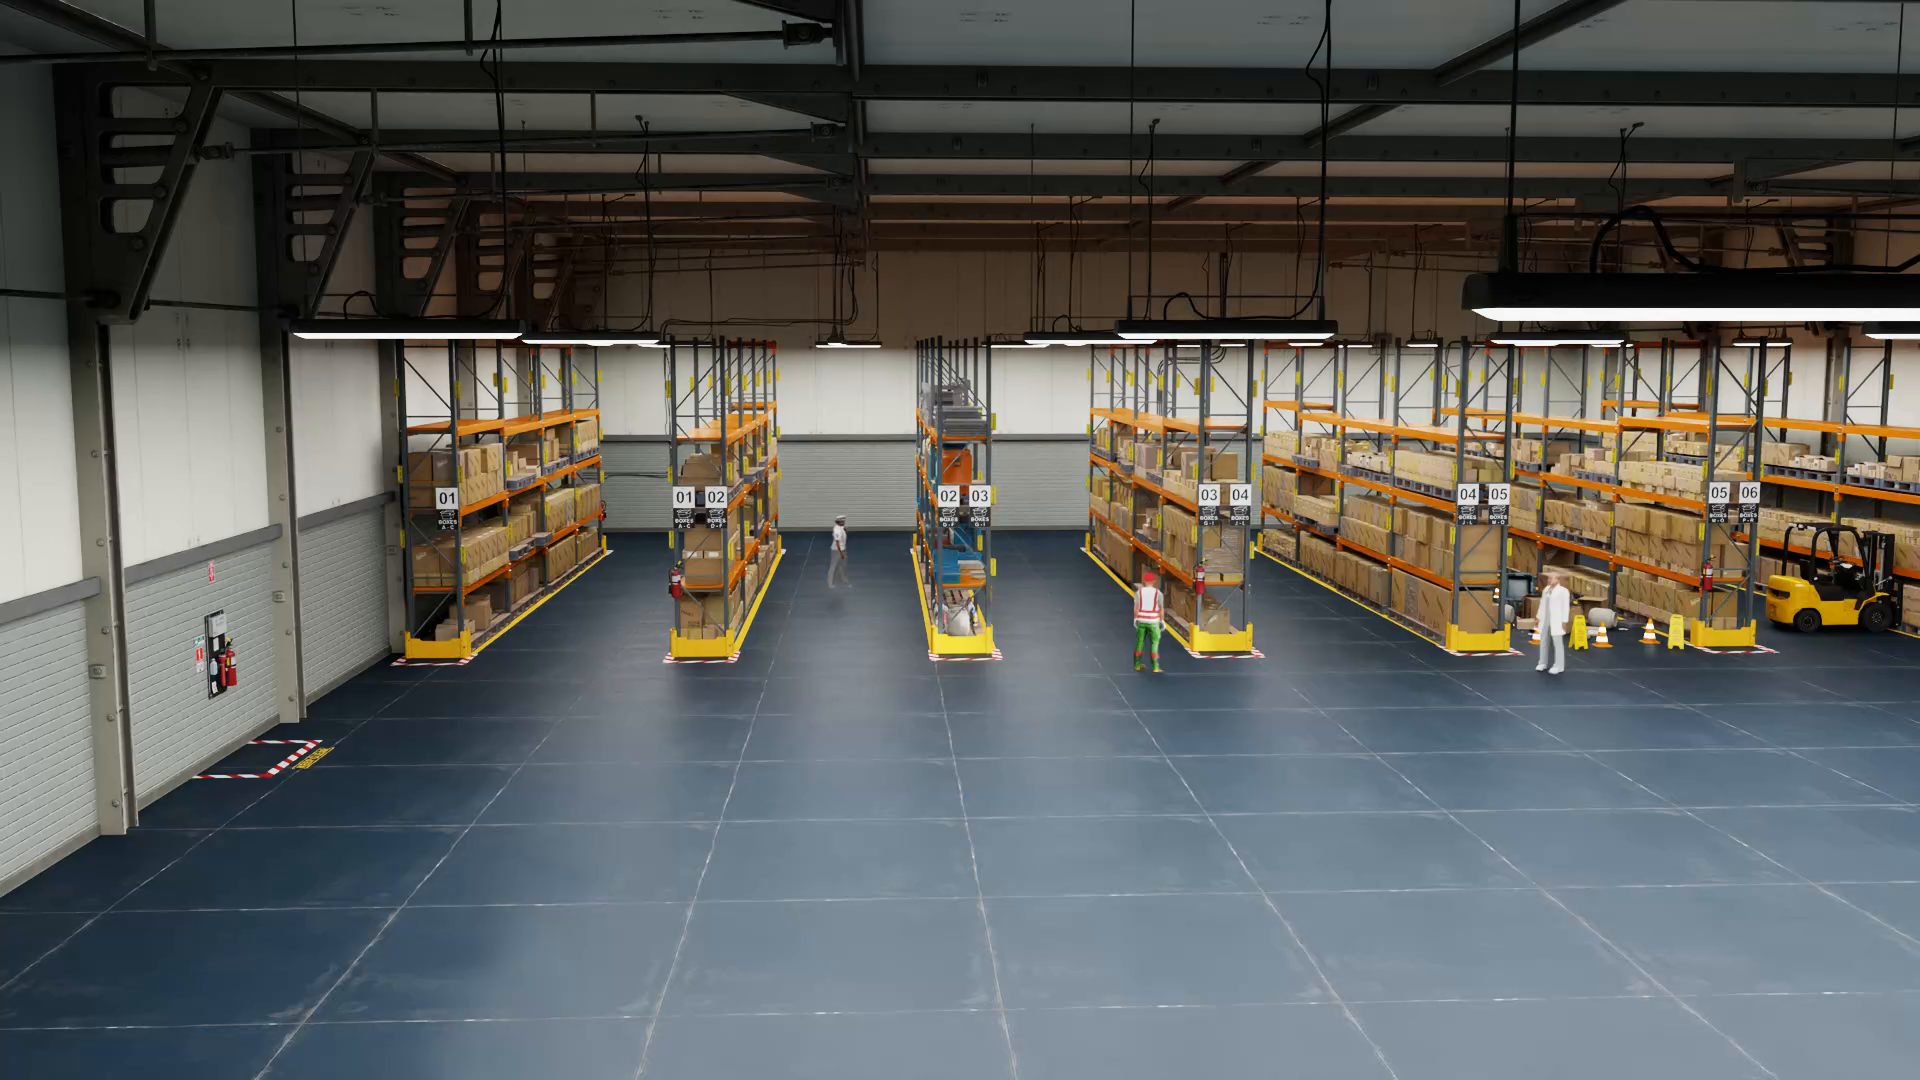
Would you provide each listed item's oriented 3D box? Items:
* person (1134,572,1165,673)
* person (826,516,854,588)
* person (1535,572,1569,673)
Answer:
[{"bbox_3d":[3.393,1.462,29.743,0.570,1.795,0.444,4,8,34],"label":"person"},{"bbox_3d":[-2.782,0.283,38.298,0.508,1.700,0.635,2,7,18],"label":"person"},{"bbox_3d":[10.548,1.461,29.699,0.413,1.787,0.623,-5,8,-38],"label":"person"}]
